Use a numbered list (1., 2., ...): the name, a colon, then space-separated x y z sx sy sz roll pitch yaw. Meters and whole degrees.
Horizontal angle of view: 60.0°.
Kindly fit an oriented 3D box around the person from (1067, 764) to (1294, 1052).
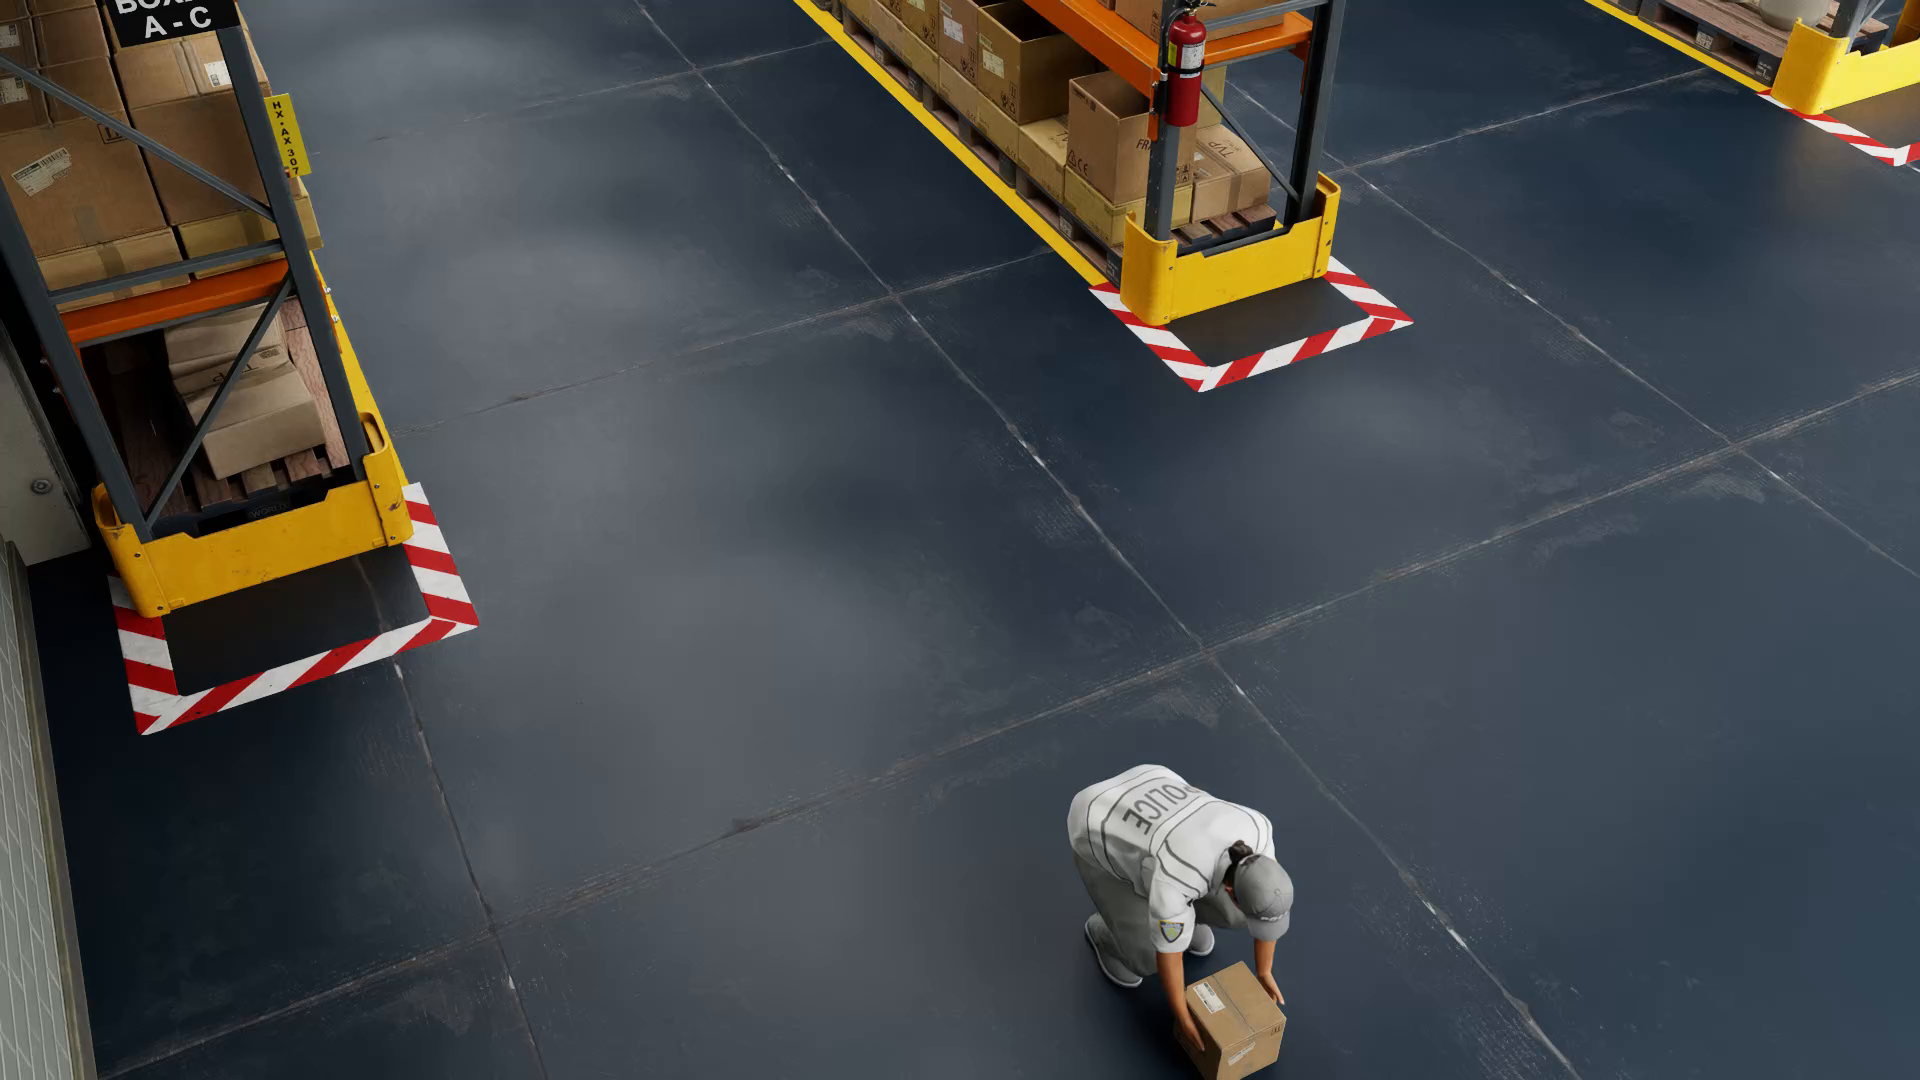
1. person: 0.721 1.135 5.466 0.522 0.890 0.861 -19 45 -20
